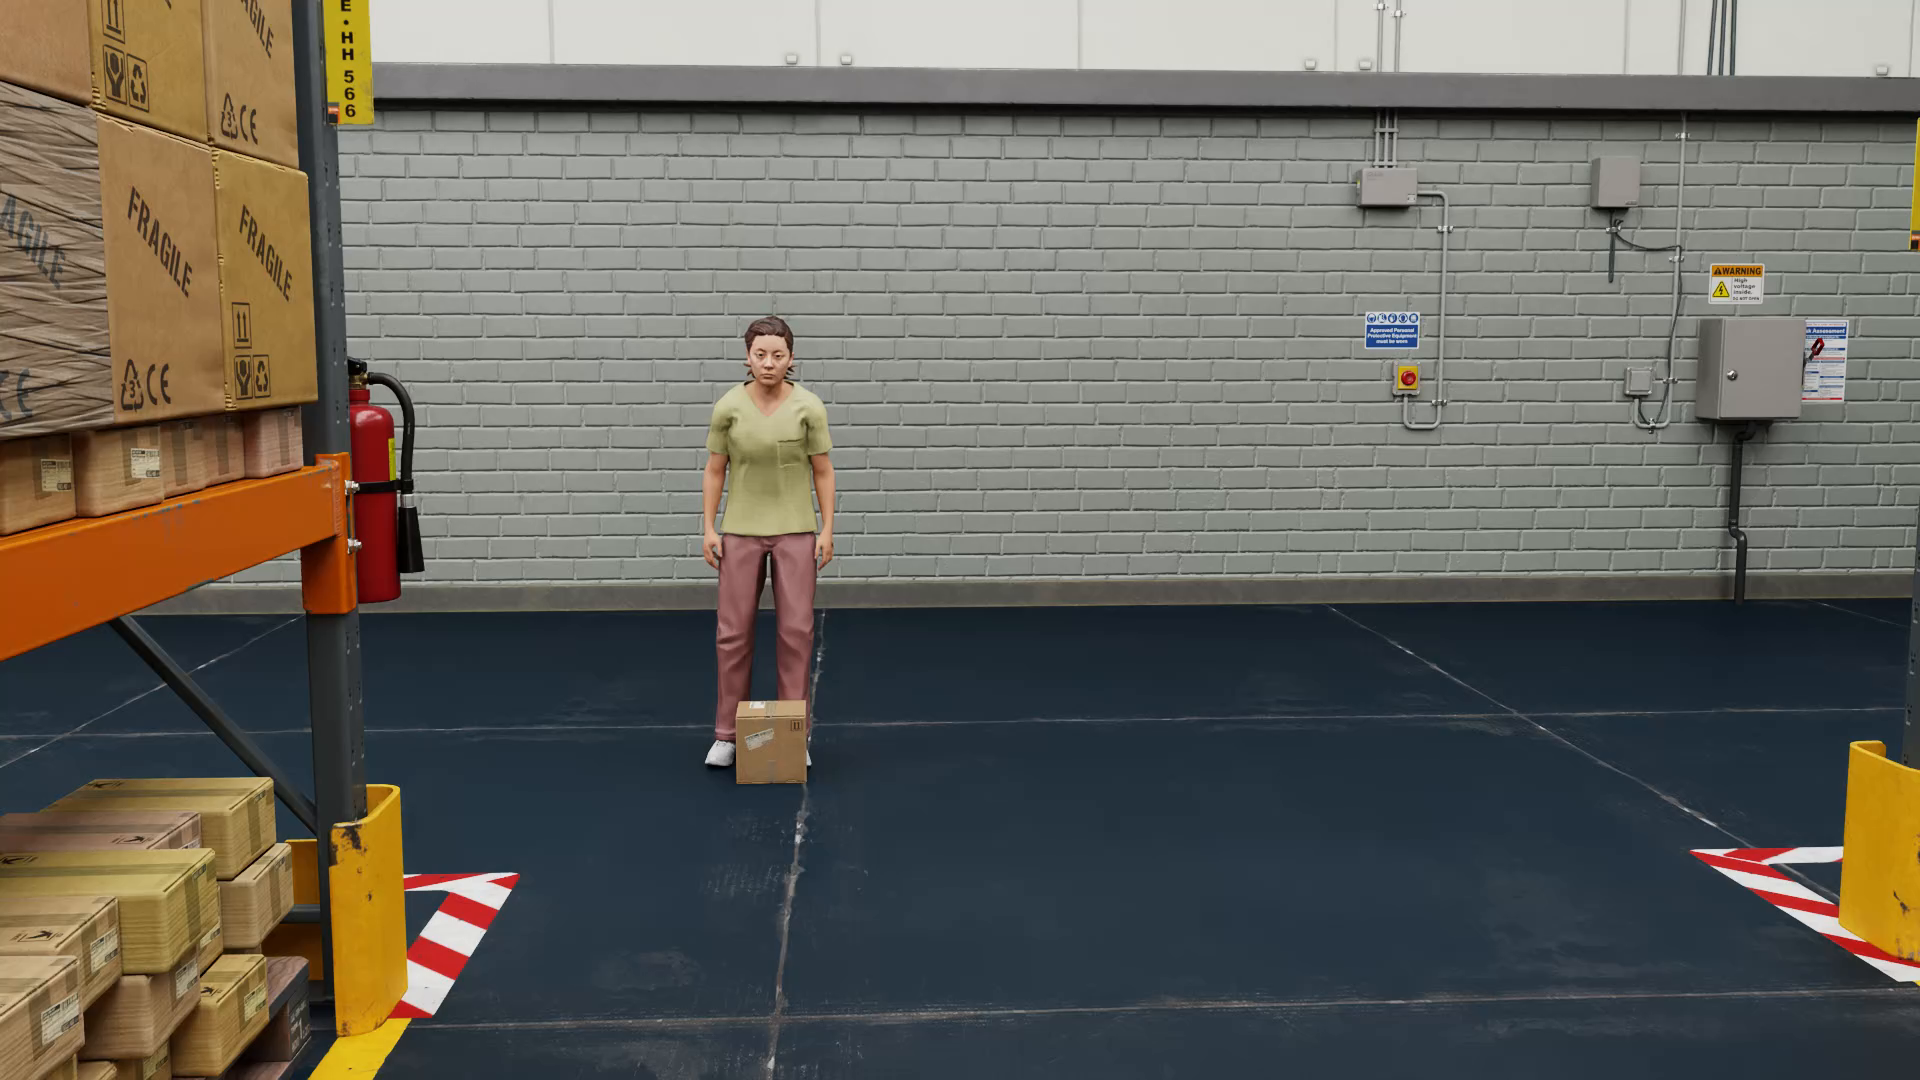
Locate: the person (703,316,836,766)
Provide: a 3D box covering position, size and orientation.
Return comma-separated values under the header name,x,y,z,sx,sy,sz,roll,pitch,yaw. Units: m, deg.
name,x,y,z,sx,sy,sz,roll,pitch,yaw
person,-0.715,0.004,6.218,0.499,1.673,0.406,0,7,-3
